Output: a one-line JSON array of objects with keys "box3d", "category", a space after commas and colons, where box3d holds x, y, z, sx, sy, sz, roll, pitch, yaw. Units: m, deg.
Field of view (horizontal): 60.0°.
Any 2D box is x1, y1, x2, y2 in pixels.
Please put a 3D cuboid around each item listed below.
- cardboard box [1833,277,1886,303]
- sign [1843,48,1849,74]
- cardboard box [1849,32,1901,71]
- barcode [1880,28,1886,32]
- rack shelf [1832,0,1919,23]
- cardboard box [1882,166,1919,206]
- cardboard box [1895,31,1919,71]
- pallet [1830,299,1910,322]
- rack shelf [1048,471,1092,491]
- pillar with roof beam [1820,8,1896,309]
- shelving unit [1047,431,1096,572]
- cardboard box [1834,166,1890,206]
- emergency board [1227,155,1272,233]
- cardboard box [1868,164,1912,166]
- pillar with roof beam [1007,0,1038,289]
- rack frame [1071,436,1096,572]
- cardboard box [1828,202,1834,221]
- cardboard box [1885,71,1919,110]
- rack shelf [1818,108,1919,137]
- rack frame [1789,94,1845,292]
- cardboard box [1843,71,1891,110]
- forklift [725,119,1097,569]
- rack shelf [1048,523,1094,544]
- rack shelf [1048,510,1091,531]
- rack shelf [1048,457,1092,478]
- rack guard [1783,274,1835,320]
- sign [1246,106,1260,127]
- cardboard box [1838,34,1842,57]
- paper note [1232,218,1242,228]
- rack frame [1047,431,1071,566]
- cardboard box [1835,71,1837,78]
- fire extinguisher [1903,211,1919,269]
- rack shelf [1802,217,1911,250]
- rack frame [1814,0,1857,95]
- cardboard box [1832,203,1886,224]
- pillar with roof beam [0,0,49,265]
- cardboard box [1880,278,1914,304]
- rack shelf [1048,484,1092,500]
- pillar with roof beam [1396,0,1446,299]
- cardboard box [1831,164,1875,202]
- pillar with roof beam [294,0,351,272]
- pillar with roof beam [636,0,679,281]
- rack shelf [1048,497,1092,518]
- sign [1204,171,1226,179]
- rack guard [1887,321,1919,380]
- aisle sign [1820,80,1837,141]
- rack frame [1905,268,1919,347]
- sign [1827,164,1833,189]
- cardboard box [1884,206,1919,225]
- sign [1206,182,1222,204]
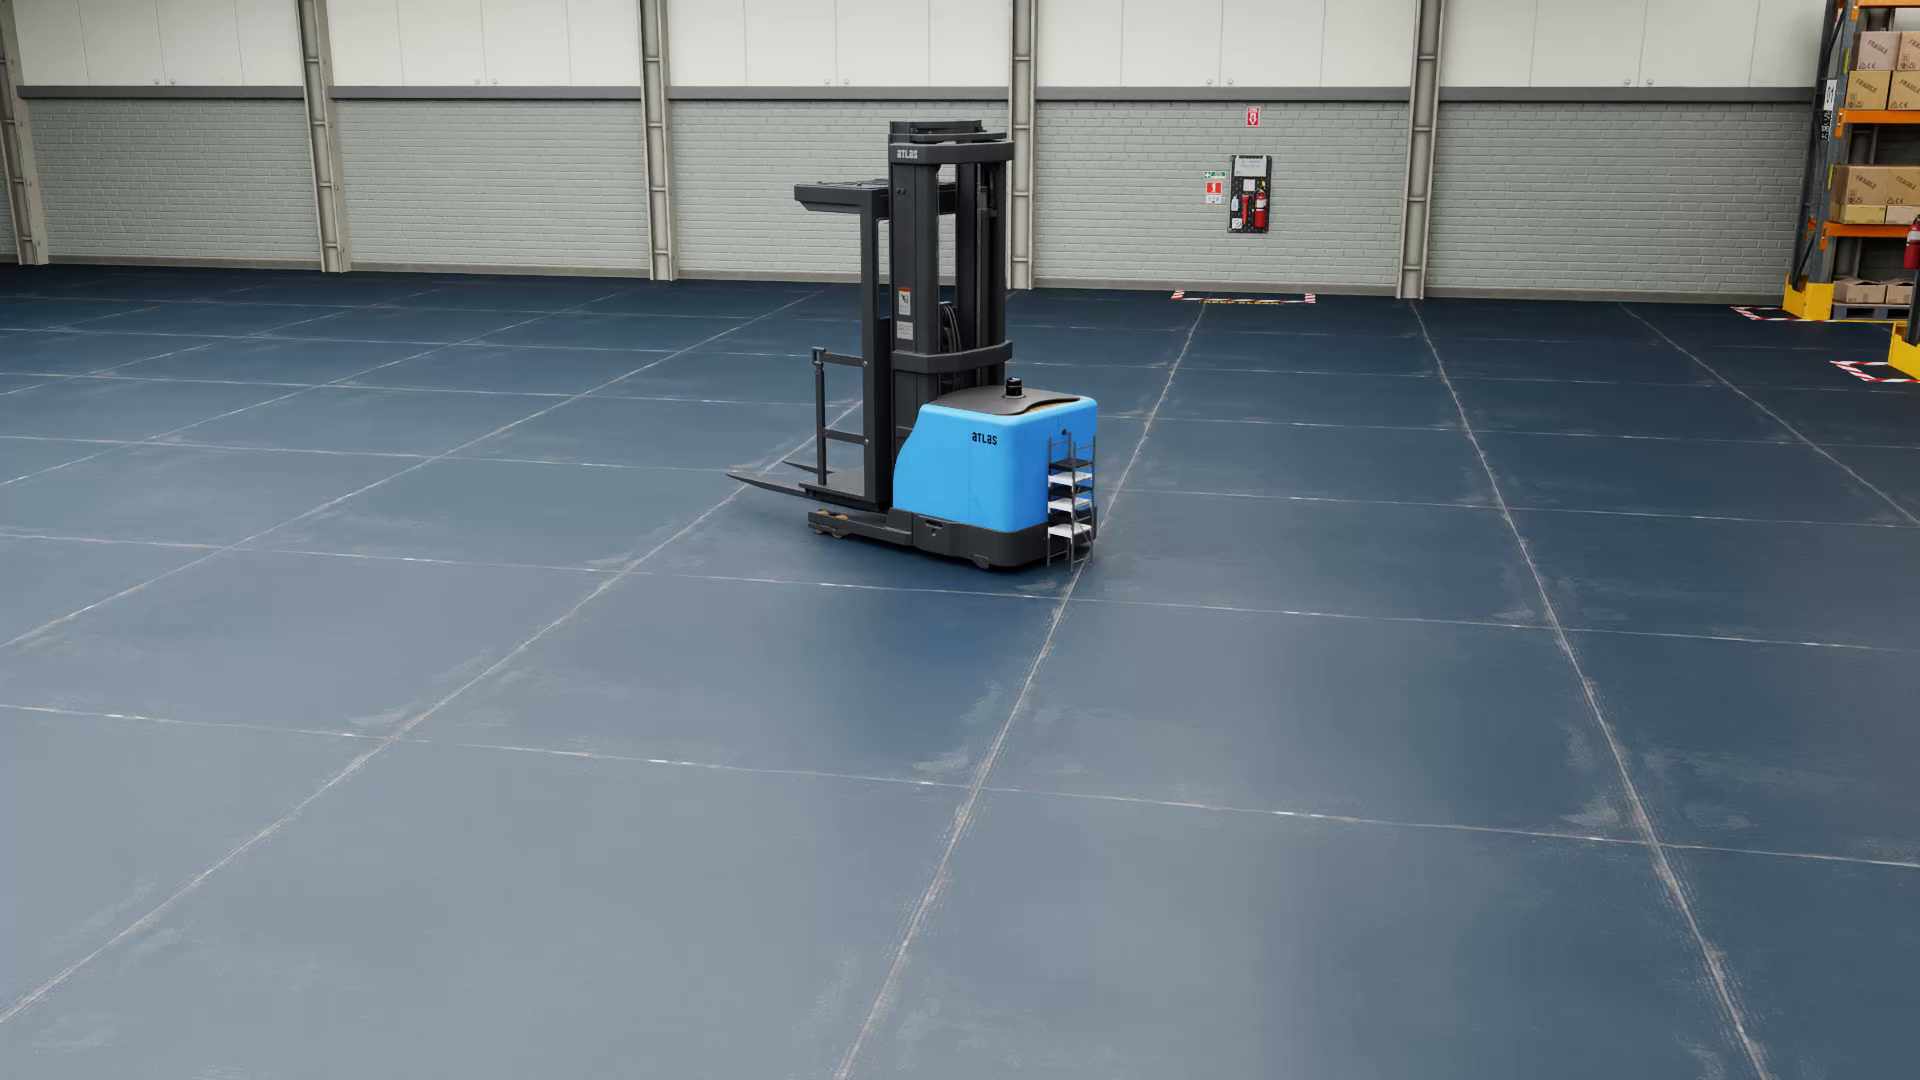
[{"box3d": [12.532, -3.491, 23.189, 0.500, 0.311, 0.500, 1, 16, 5], "category": "cardboard box"}, {"box3d": [11.764, -6.360, 22.078, 0.005, 0.325, 0.100, 3, 16, 11], "category": "sign"}, {"box3d": [12.201, -6.537, 22.254, 0.500, 0.500, 0.500, 2, 16, 7], "category": "cardboard box"}, {"box3d": [12.667, -6.993, 22.816, 0.075, 0.075, 0.001, 3, 16, 11], "category": "barcode"}, {"box3d": [13.831, -7.072, 22.019, 4.000, 0.370, 1.077, 3, 16, 11], "category": "rack shelf"}, {"box3d": [12.762, -4.801, 22.545, 0.500, 0.500, 0.500, 3, 16, 11], "category": "cardboard box"}, {"box3d": [12.682, -6.497, 22.110, 0.500, 0.500, 0.500, 3, 16, 10], "category": "cardboard box"}, {"box3d": [12.735, -3.235, 23.275, 1.213, 0.211, 1.003, 3, 16, 11], "category": "pallet"}, {"box3d": [0.751, -0.402, 11.207, 0.200, 0.077, 0.258, 13, 20, 39], "category": "rack shelf"}, {"box3d": [11.872, -6.589, 18.923, 0.400, 9.000, 9.100, 3, 16, 11], "category": "pillar with roof beam"}, {"box3d": [0.751, -0.260, 11.247, 0.210, 0.900, 0.258, 13, 20, 39], "category": "shelving unit"}, {"box3d": [12.279, -4.830, 22.649, 0.500, 0.500, 0.500, 3, 16, 11], "category": "cardboard box"}, {"box3d": [4.436, -5.285, 25.452, 0.643, 1.169, 0.194, 3, 16, 11], "category": "emergency board"}, {"box3d": [12.867, -4.935, 23.029, 0.500, 0.500, 0.500, 3, 16, 12], "category": "cardboard box"}, {"box3d": [0.113, -7.228, 21.228, 0.400, 9.000, 9.100, 3, 16, 11], "category": "pillar with roof beam"}, {"box3d": [0.829, -0.243, 11.183, 0.006, 0.900, 0.240, 13, 20, 39], "category": "rack frame"}, {"box3d": [12.368, -4.599, 23.218, 0.500, 0.250, 0.500, 3, 16, 12], "category": "cardboard box"}, {"box3d": [12.669, -6.018, 22.254, 0.500, 0.500, 0.500, 4, 16, 15], "category": "cardboard box"}, {"box3d": [13.831, -5.628, 22.419, 4.000, 0.370, 1.077, 3, 16, 11], "category": "rack shelf"}, {"box3d": [11.872, -4.635, 23.107, 0.127, 3.000, 1.000, 3, 16, 11], "category": "rack frame"}, {"box3d": [12.149, -6.056, 22.390, 0.500, 0.500, 0.500, 4, 16, 13], "category": "cardboard box"}, {"box3d": [-0.479, -1.522, 11.996, 3.031, 2.935, 1.130, 13, 20, 39], "category": "forklift"}, {"box3d": [0.751, -0.055, 11.304, 0.200, 0.077, 0.258, 13, 20, 39], "category": "rack shelf"}, {"box3d": [0.751, -0.142, 11.280, 0.200, 0.077, 0.258, 13, 20, 39], "category": "rack shelf"}, {"box3d": [0.751, -0.489, 11.183, 0.200, 0.077, 0.258, 13, 20, 39], "category": "rack shelf"}, {"box3d": [11.946, -3.427, 23.426, 0.348, 0.500, 1.175, 3, 16, 11], "category": "rack guard"}, {"box3d": [4.448, -6.429, 25.239, 0.199, 0.298, 0.001, 3, 16, 11], "category": "sign"}, {"box3d": [12.346, -6.666, 22.721, 0.500, 0.500, 0.500, 4, 16, 14], "category": "cardboard box"}, {"box3d": [4.276, -4.888, 25.669, 0.142, 0.148, 0.016, 3, 16, 11], "category": "paper note"}, {"box3d": [0.674, -0.278, 11.310, 0.006, 0.900, 0.240, 13, 20, 39], "category": "rack frame"}, {"box3d": [12.331, -6.183, 22.850, 0.500, 0.500, 0.500, 4, 16, 15], "category": "cardboard box"}, {"box3d": [10.865, -3.430, 18.900, 0.183, 0.674, 0.296, 3, 16, 11], "category": "fire extinguisher"}, {"box3d": [13.831, -4.182, 22.819, 4.000, 0.370, 1.077, 3, 16, 11], "category": "rack shelf"}, {"box3d": [11.872, -7.527, 22.306, 0.127, 3.000, 1.000, 3, 16, 11], "category": "rack frame"}, {"box3d": [12.286, -4.464, 22.731, 0.500, 0.250, 0.500, 3, 16, 9], "category": "cardboard box"}, {"box3d": [-17.526, -8.185, 24.684, 0.400, 9.000, 9.100, 3, 16, 11], "category": "pillar with roof beam"}, {"box3d": [13.090, -3.461, 23.080, 0.500, 0.311, 0.500, 4, 16, 16], "category": "cardboard box"}, {"box3d": [0.751, -0.315, 11.232, 0.200, 0.077, 0.258, 13, 20, 39], "category": "rack shelf"}, {"box3d": [5.992, -6.909, 20.075, 0.400, 9.000, 9.100, 3, 16, 11], "category": "pillar with roof beam"}, {"box3d": [12.376, -4.965, 23.135, 0.500, 0.500, 0.500, 3, 16, 10], "category": "cardboard box"}, {"box3d": [-11.647, -7.866, 23.532, 0.400, 9.000, 9.100, 3, 16, 11], "category": "pillar with roof beam"}, {"box3d": [-5.767, -7.547, 22.380, 0.400, 9.000, 9.100, 3, 16, 11], "category": "pillar with roof beam"}, {"box3d": [0.751, -0.228, 11.256, 0.200, 0.077, 0.258, 13, 20, 39], "category": "rack shelf"}, {"box3d": [3.918, -5.611, 25.571, 0.331, 0.109, 0.001, 3, 16, 11], "category": "sign"}, {"box3d": [10.864, -2.136, 18.766, 0.348, 0.500, 1.175, 3, 16, 11], "category": "rack guard"}, {"box3d": [11.741, -5.814, 22.491, 0.004, 0.787, 0.394, 3, 16, 11], "category": "aisle sign"}, {"box3d": [10.888, -3.339, 18.428, 0.127, 3.000, 1.000, 3, 16, 11], "category": "rack frame"}, {"box3d": [11.764, -4.911, 22.479, 0.005, 0.325, 0.100, 3, 16, 11], "category": "sign"}, {"box3d": [12.798, -4.440, 22.645, 0.500, 0.250, 0.500, 3, 16, 9], "category": "cardboard box"}, {"box3d": [3.915, -5.359, 25.651, 0.234, 0.329, 0.001, 3, 16, 11], "category": "sign"}]
